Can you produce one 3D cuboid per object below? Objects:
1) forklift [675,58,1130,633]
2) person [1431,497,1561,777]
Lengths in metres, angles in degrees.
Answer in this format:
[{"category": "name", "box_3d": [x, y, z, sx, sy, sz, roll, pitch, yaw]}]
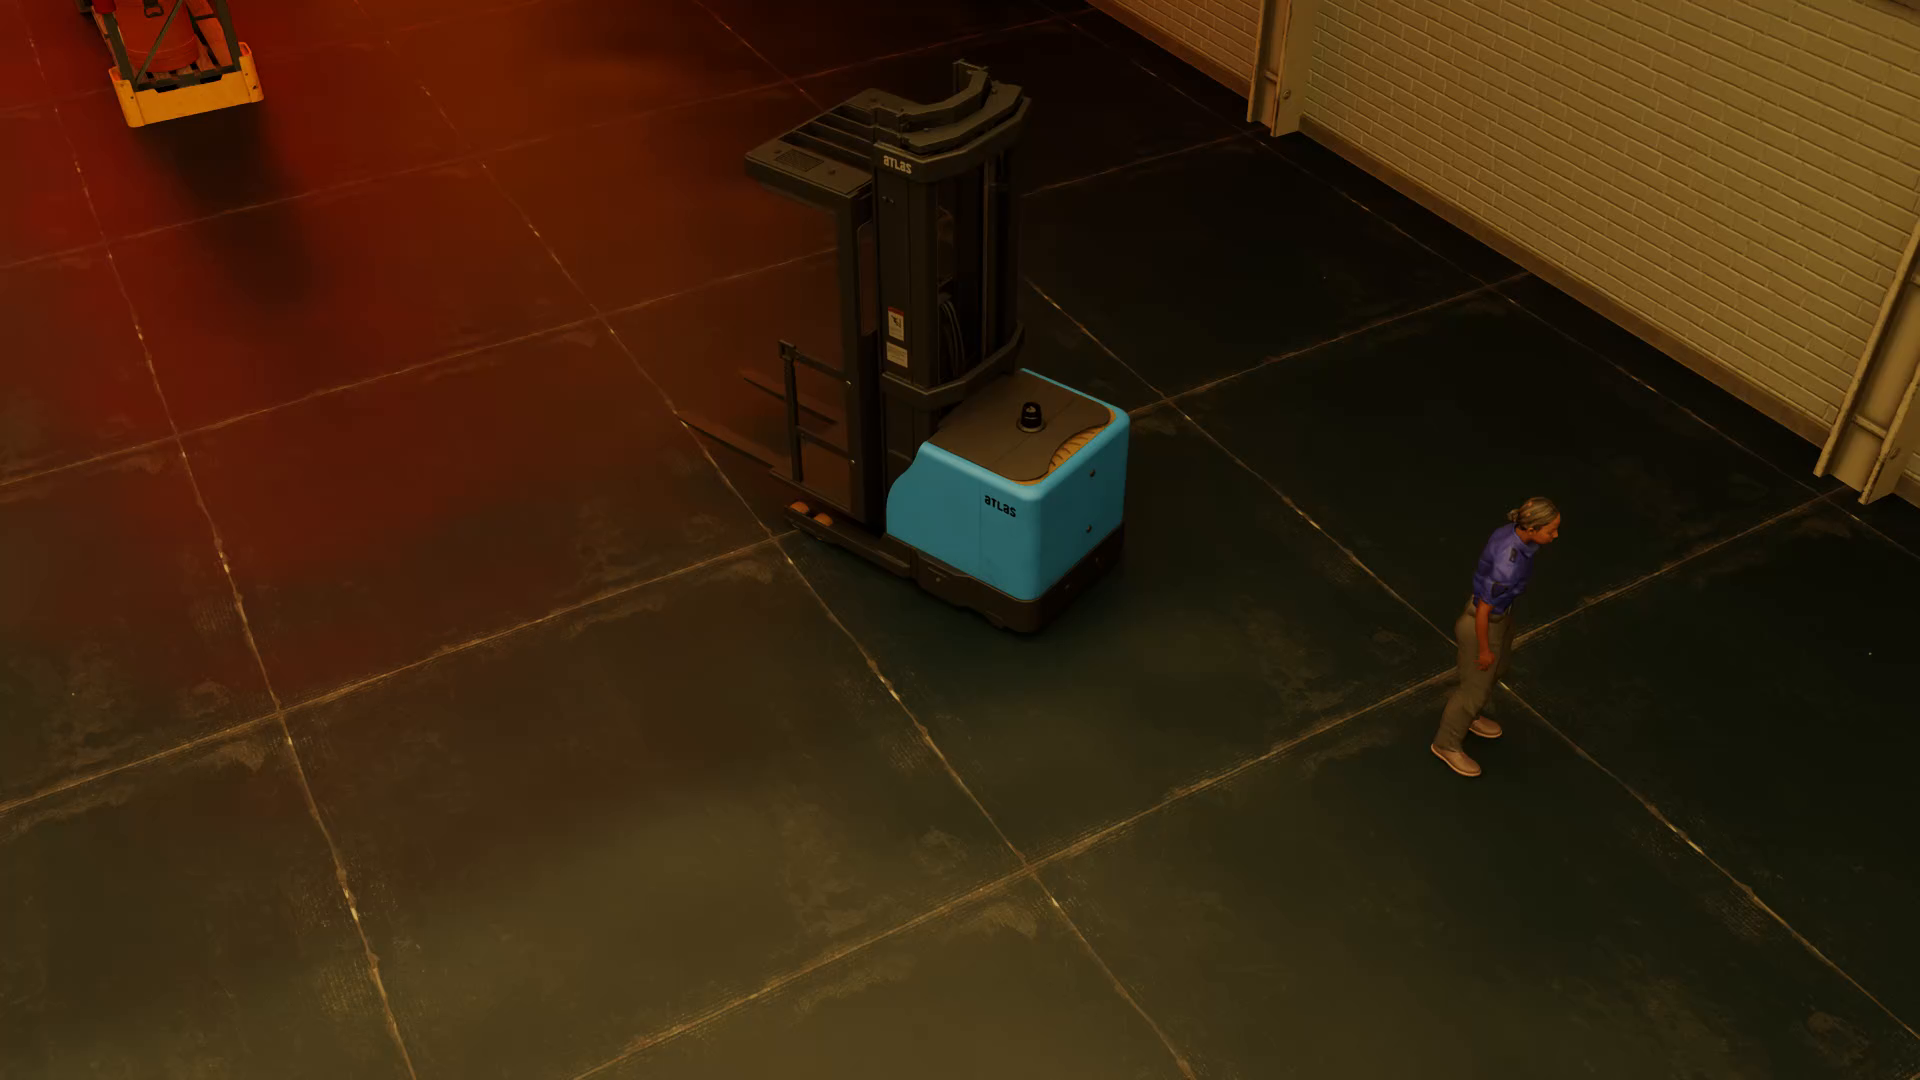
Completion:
[{"category": "forklift", "box_3d": [-0.481, -1.366, 9.683, 3.031, 2.935, 1.130, 26, 46, 28]}, {"category": "person", "box_3d": [2.726, 0.447, 8.500, 0.351, 1.653, 0.526, 20, 44, 23]}]
